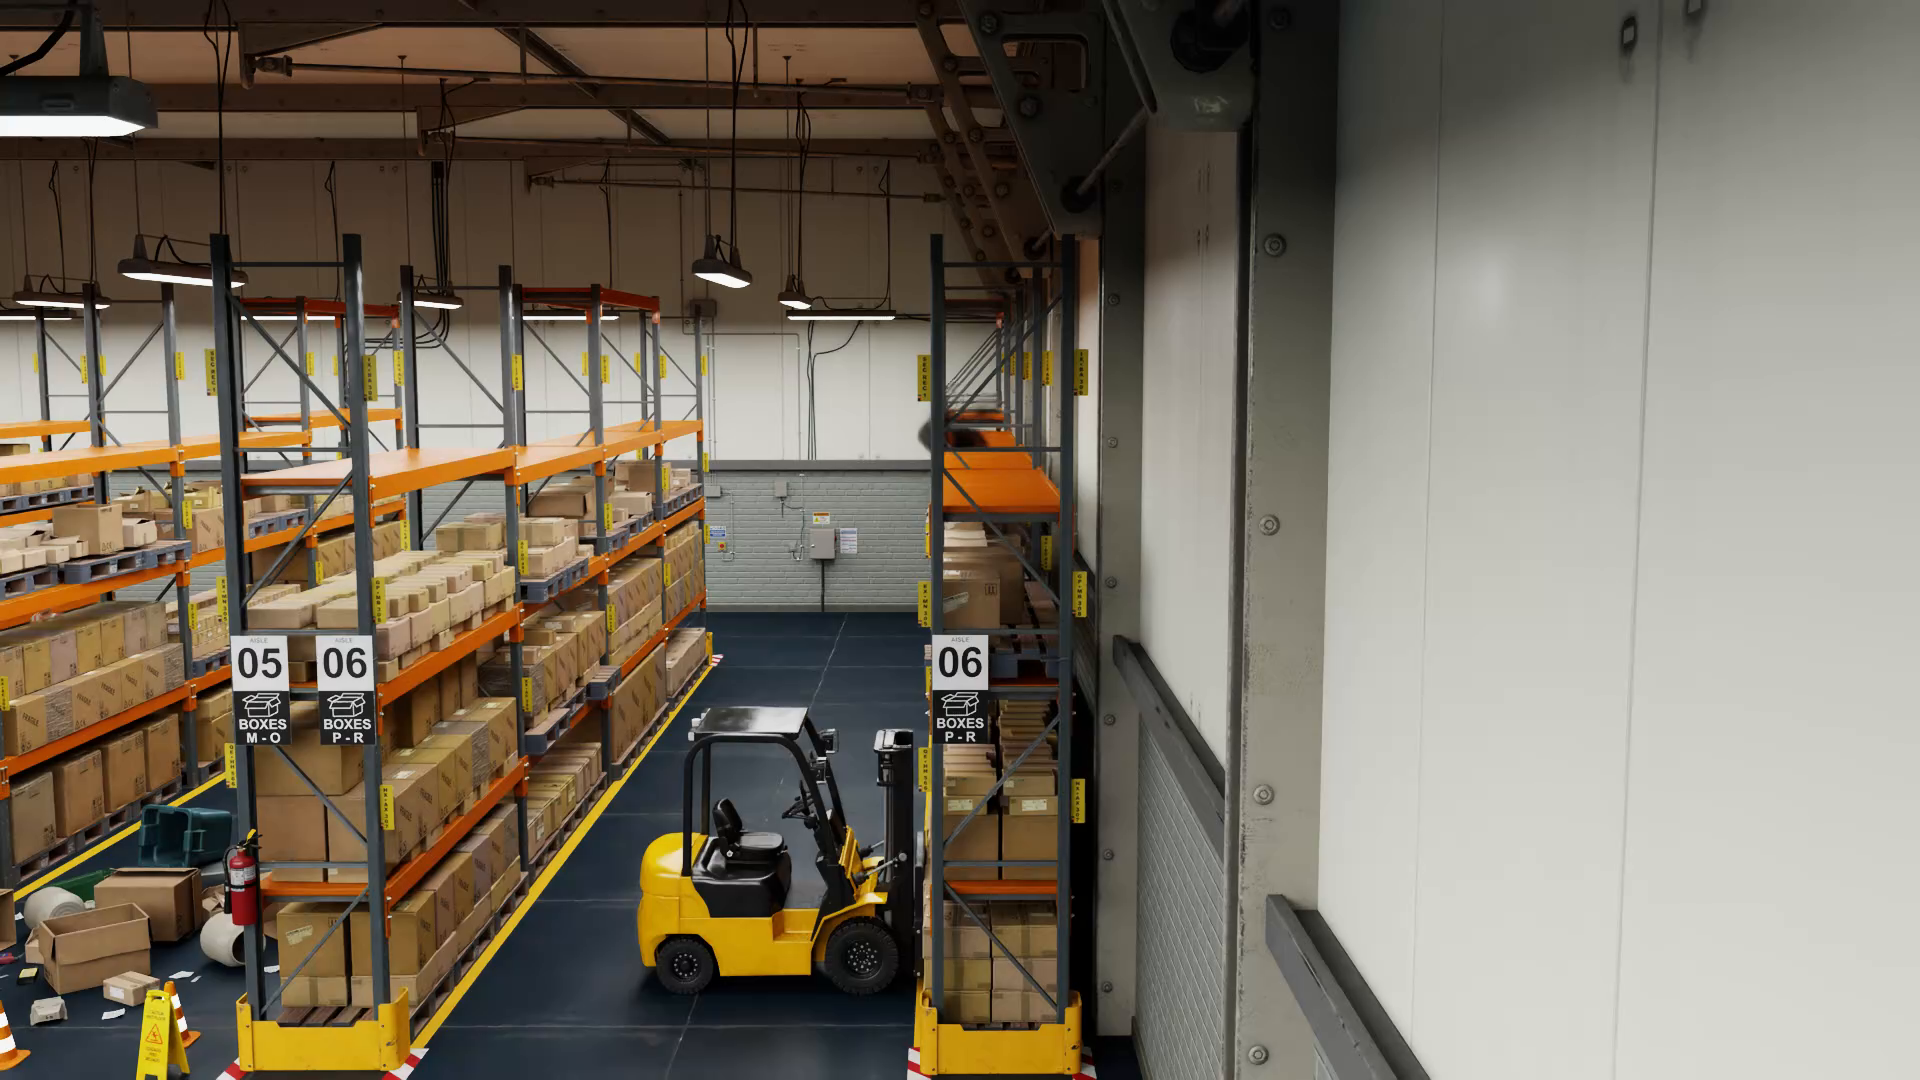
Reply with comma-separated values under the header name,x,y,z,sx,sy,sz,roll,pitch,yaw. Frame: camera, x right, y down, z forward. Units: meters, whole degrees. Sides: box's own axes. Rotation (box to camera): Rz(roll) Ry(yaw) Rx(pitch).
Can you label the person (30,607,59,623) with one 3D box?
name,x,y,z,sx,sy,sz,roll,pitch,yaw
person,-12.879,1.670,23.507,0.646,1.824,0.933,-1,6,-6
